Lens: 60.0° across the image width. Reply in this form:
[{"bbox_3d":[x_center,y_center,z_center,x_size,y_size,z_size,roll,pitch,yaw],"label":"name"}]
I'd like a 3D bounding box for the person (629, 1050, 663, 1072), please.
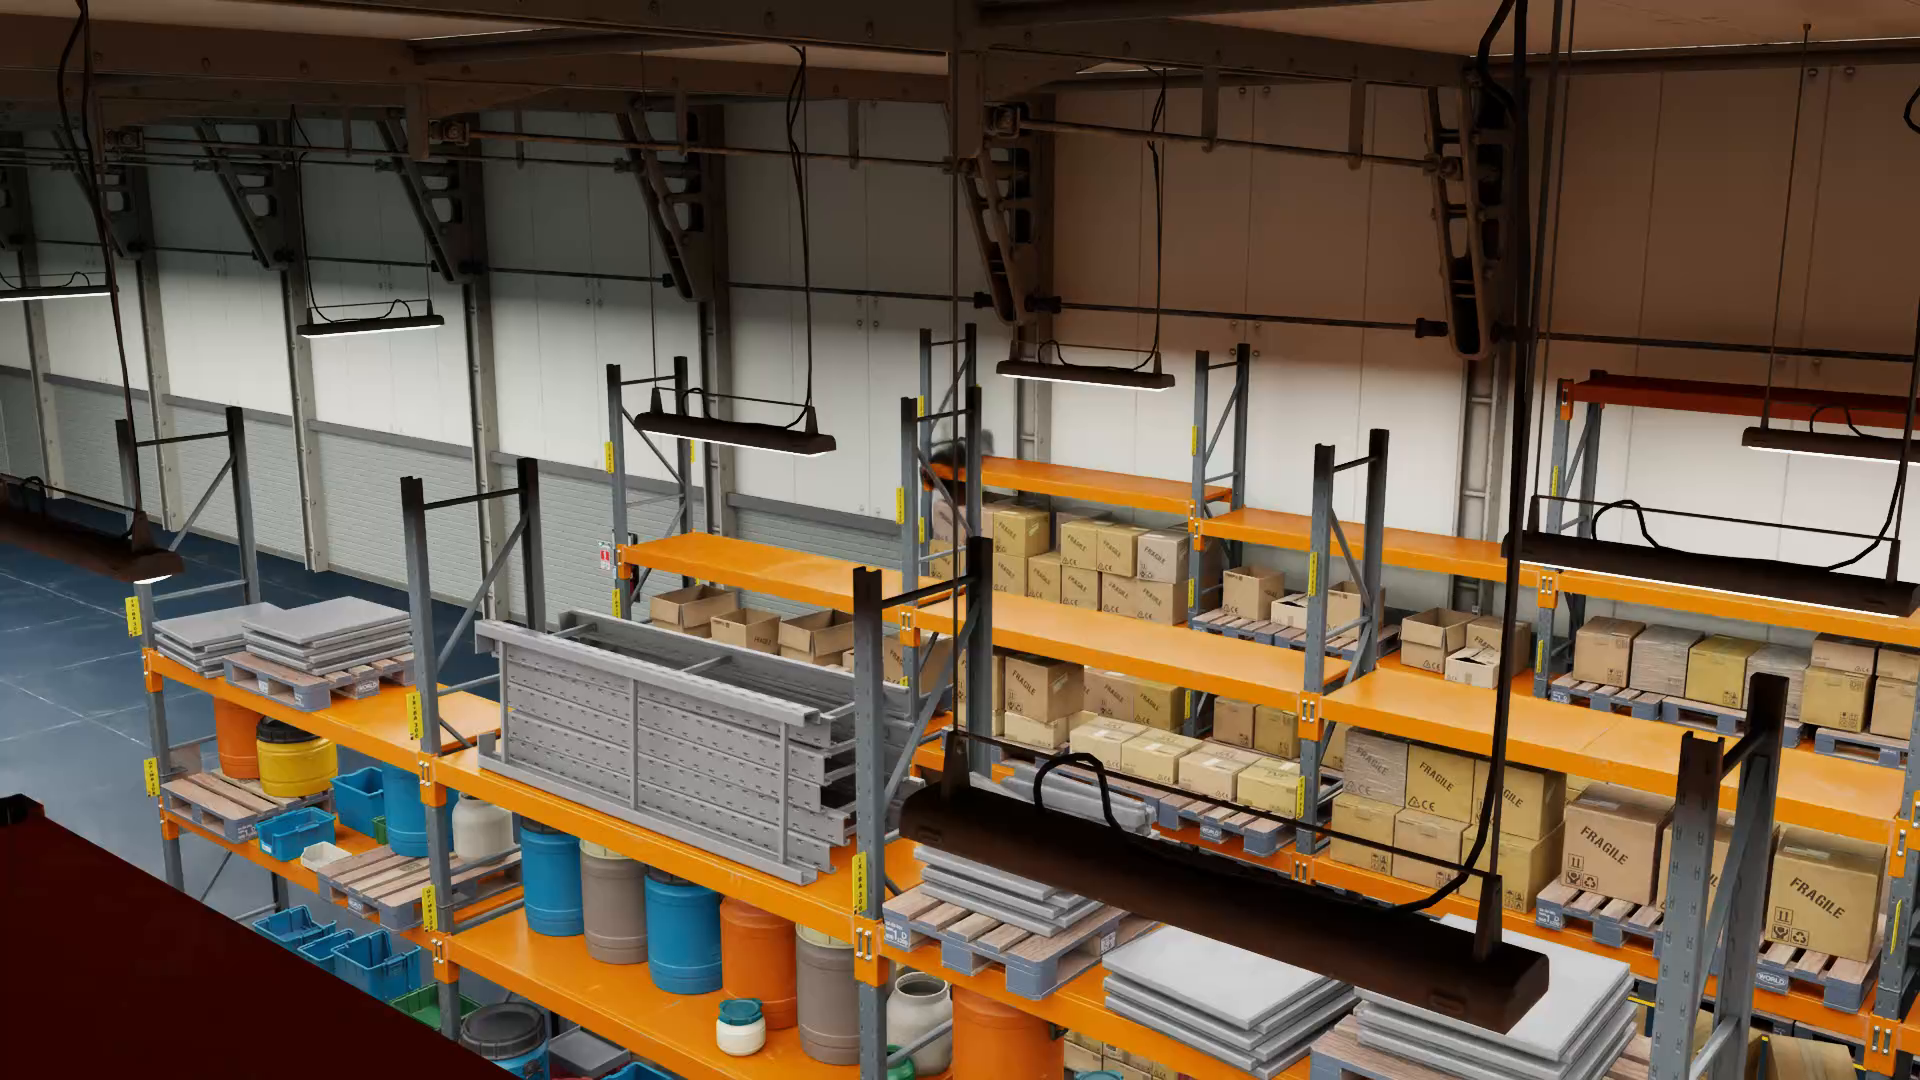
[{"bbox_3d":[-2.554,4.229,13.744,0.652,1.680,0.650,8,15,31],"label":"person"}]
